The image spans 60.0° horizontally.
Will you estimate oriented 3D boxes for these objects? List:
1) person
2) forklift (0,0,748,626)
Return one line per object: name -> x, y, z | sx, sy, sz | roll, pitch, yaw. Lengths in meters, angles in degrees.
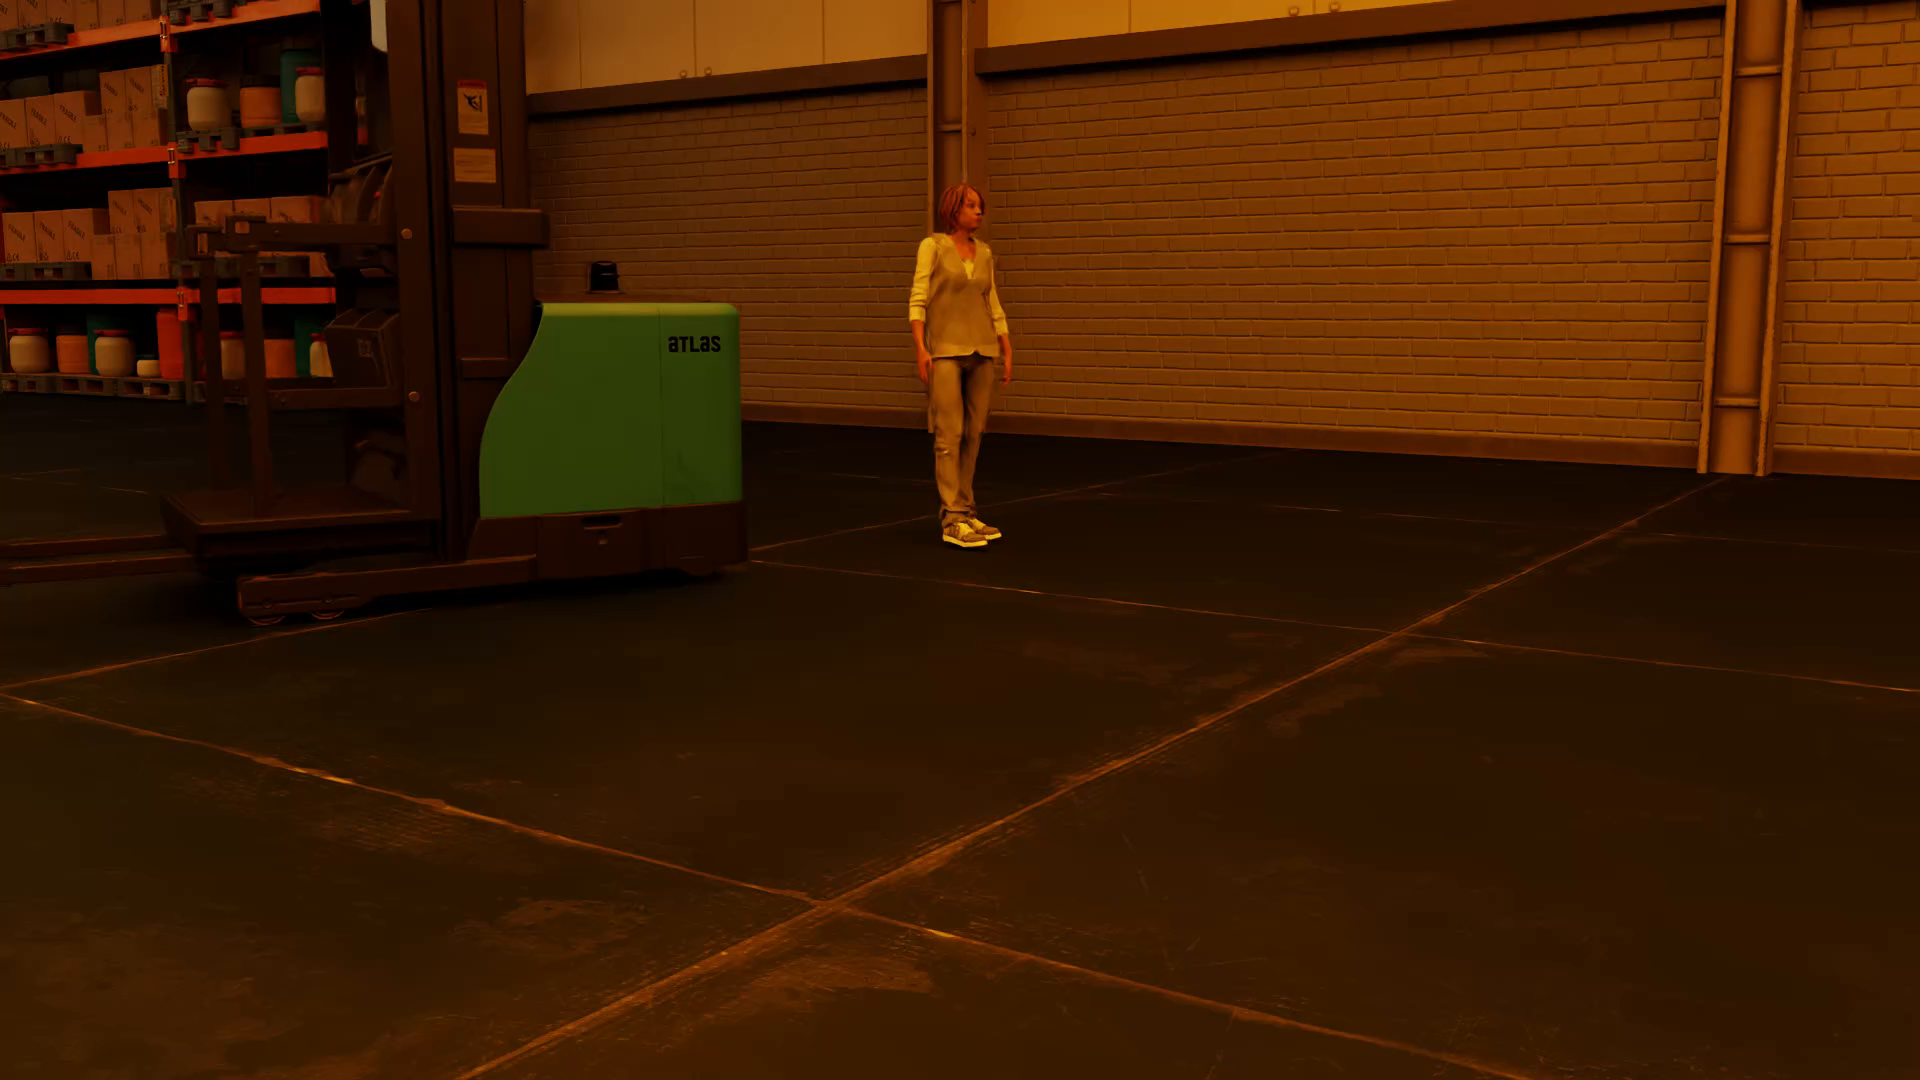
person -> 0.060, -0.783, 7.396 | 0.503, 1.600, 0.530 | -5, 10, -32
forklift -> -2.362, -1.248, 5.967 | 3.031, 2.935, 1.130 | -5, 9, -31
